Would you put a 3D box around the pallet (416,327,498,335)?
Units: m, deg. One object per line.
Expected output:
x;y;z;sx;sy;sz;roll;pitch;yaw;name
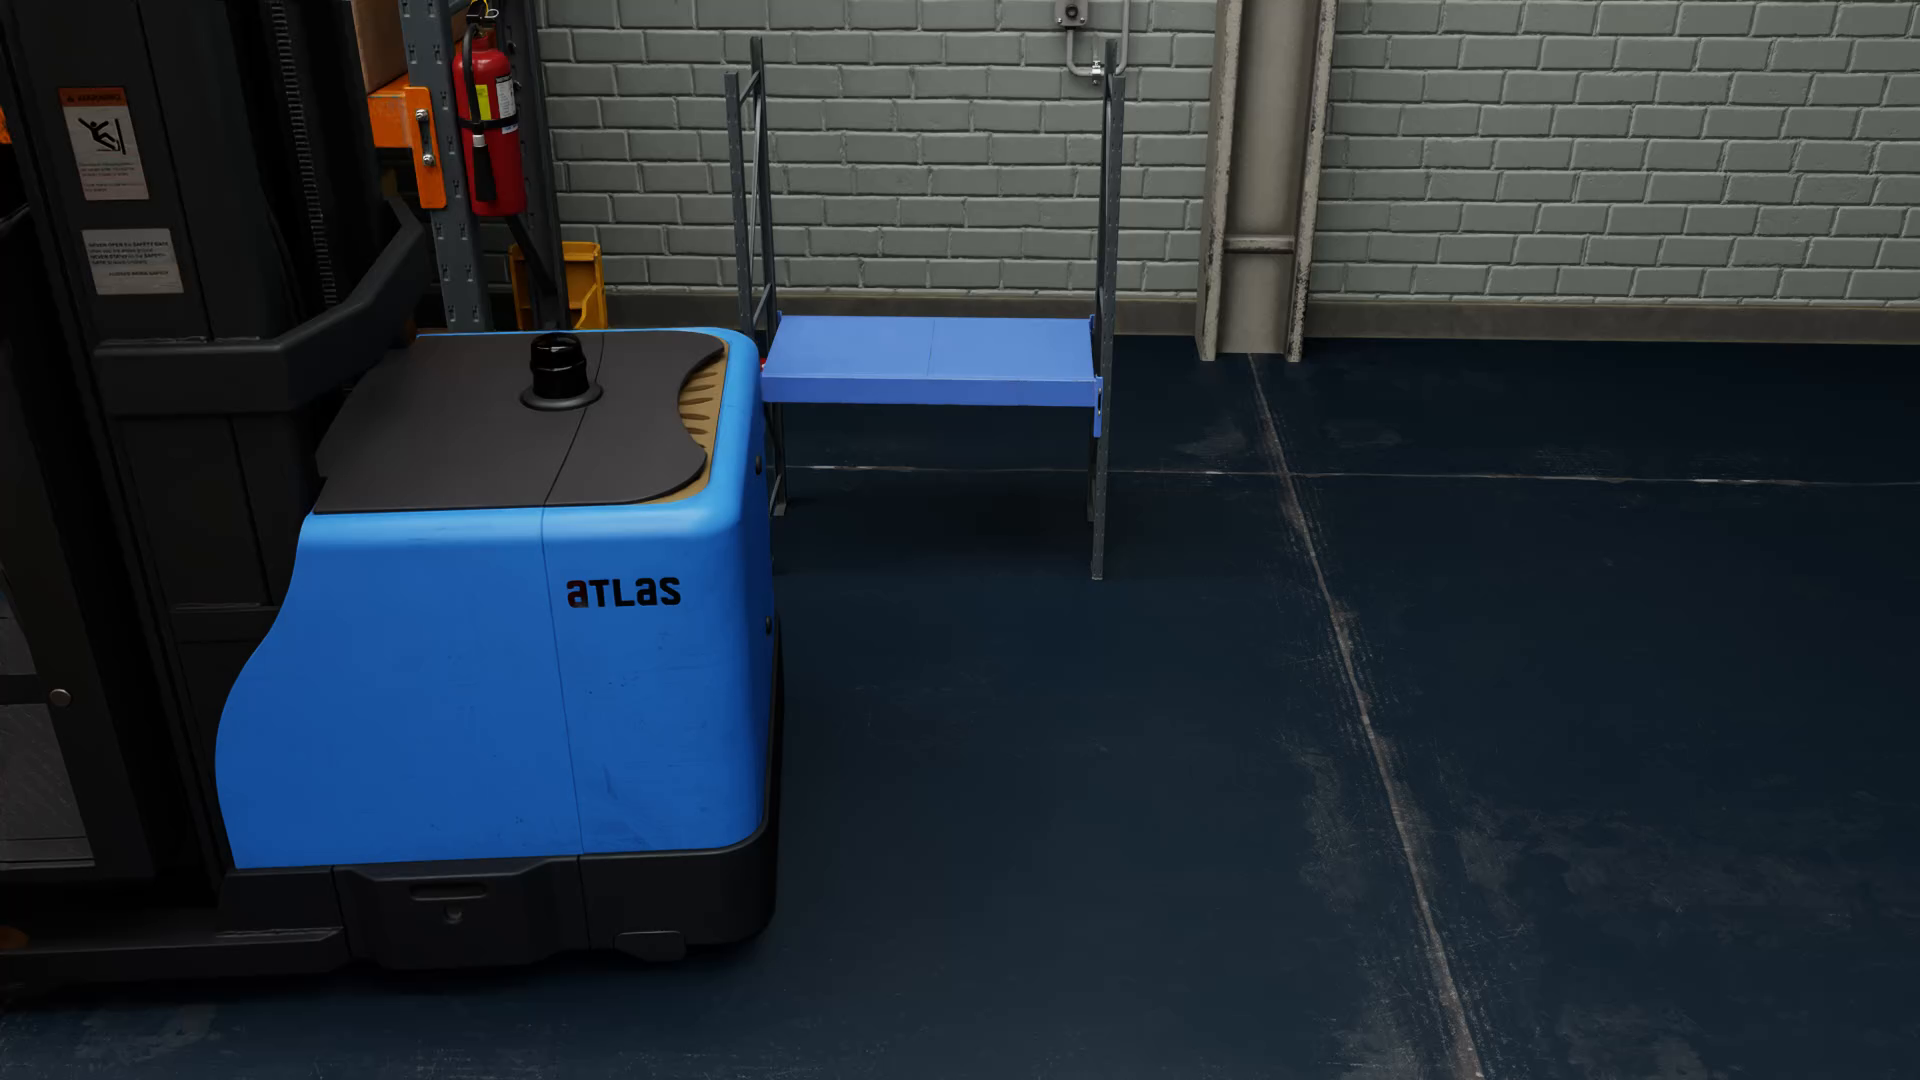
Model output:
-2.372;-0.490;5.949;1.213;0.211;1.003;1;28;2;pallet

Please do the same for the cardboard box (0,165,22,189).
-3.408;-1.190;5.819;0.250;0.149;0.380;1;28;2;cardboard box

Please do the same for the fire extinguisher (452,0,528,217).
-1.435;-1.328;5.033;0.183;0.674;0.296;1;28;2;fire extinguisher

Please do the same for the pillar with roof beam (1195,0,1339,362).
1.007;-2.741;0.813;0.400;9.000;9.100;1;28;2;pillar with roof beam

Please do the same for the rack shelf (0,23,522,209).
-3.569;-1.461;5.571;4.000;0.370;1.077;1;28;2;rack shelf

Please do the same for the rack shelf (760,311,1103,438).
-0.085;-0.505;4.986;1.000;0.185;0.538;1;28;2;rack shelf

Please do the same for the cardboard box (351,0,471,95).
-2.080;-1.882;5.277;0.700;0.700;0.980;2;28;4;cardboard box

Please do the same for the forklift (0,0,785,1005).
-1.941;-0.584;3.222;3.031;2.935;1.130;-2;28;-3;forklift

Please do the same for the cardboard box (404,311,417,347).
-2.273;-0.791;5.761;0.500;0.500;0.700;1;28;2;cardboard box

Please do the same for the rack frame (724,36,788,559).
-0.593;-0.672;4.917;0.032;1.500;0.500;1;28;2;rack frame

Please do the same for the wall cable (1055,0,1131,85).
-0.257;-2.616;5.897;1.851;1.984;0.084;1;28;2;wall cable

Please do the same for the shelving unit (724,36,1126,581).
-0.085;-0.664;4.901;1.048;1.500;0.538;1;28;2;shelving unit

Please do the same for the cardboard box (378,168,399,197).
-2.141;-1.169;5.781;0.250;0.149;0.380;1;28;2;cardboard box

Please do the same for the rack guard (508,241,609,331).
-1.546;-0.641;5.925;0.348;0.500;1.175;1;28;2;rack guard

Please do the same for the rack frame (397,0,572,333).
-1.570;-1.745;5.340;0.127;3.000;1.000;1;28;2;rack frame

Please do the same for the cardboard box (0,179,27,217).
-3.152;-1.186;5.812;0.250;0.149;0.380;1;28;3;cardboard box

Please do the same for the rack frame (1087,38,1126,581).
0.423;-0.656;4.886;0.032;1.500;0.500;1;28;2;rack frame
